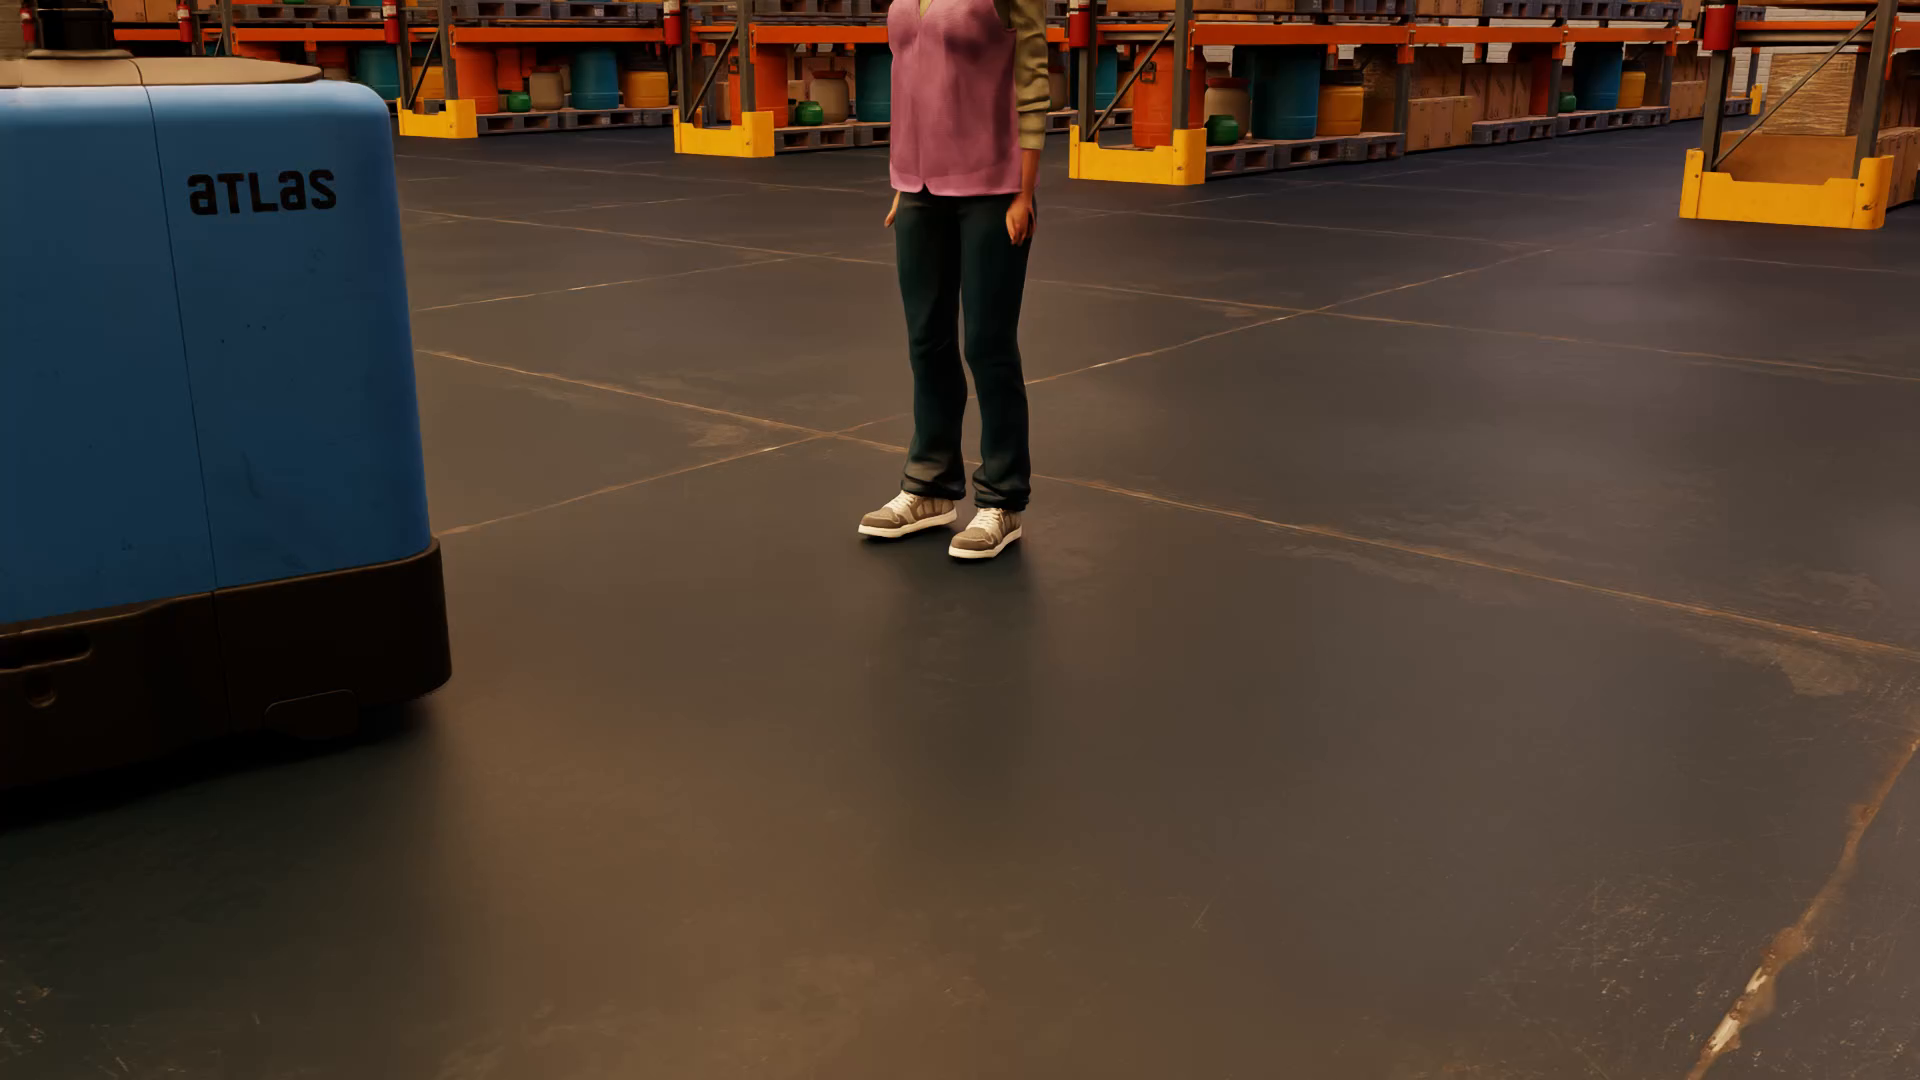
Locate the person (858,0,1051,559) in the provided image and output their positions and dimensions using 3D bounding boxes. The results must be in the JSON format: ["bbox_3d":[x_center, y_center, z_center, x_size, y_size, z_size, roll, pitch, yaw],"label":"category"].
[{"bbox_3d":[0.002,-0.764,3.707,0.409,1.602,0.327,13,21,37],"label":"person"}]

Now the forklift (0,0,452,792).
[{"bbox_3d":[-2.404,-0.970,2.092,3.031,2.935,1.130,-11,20,-31],"label":"forklift"}]
